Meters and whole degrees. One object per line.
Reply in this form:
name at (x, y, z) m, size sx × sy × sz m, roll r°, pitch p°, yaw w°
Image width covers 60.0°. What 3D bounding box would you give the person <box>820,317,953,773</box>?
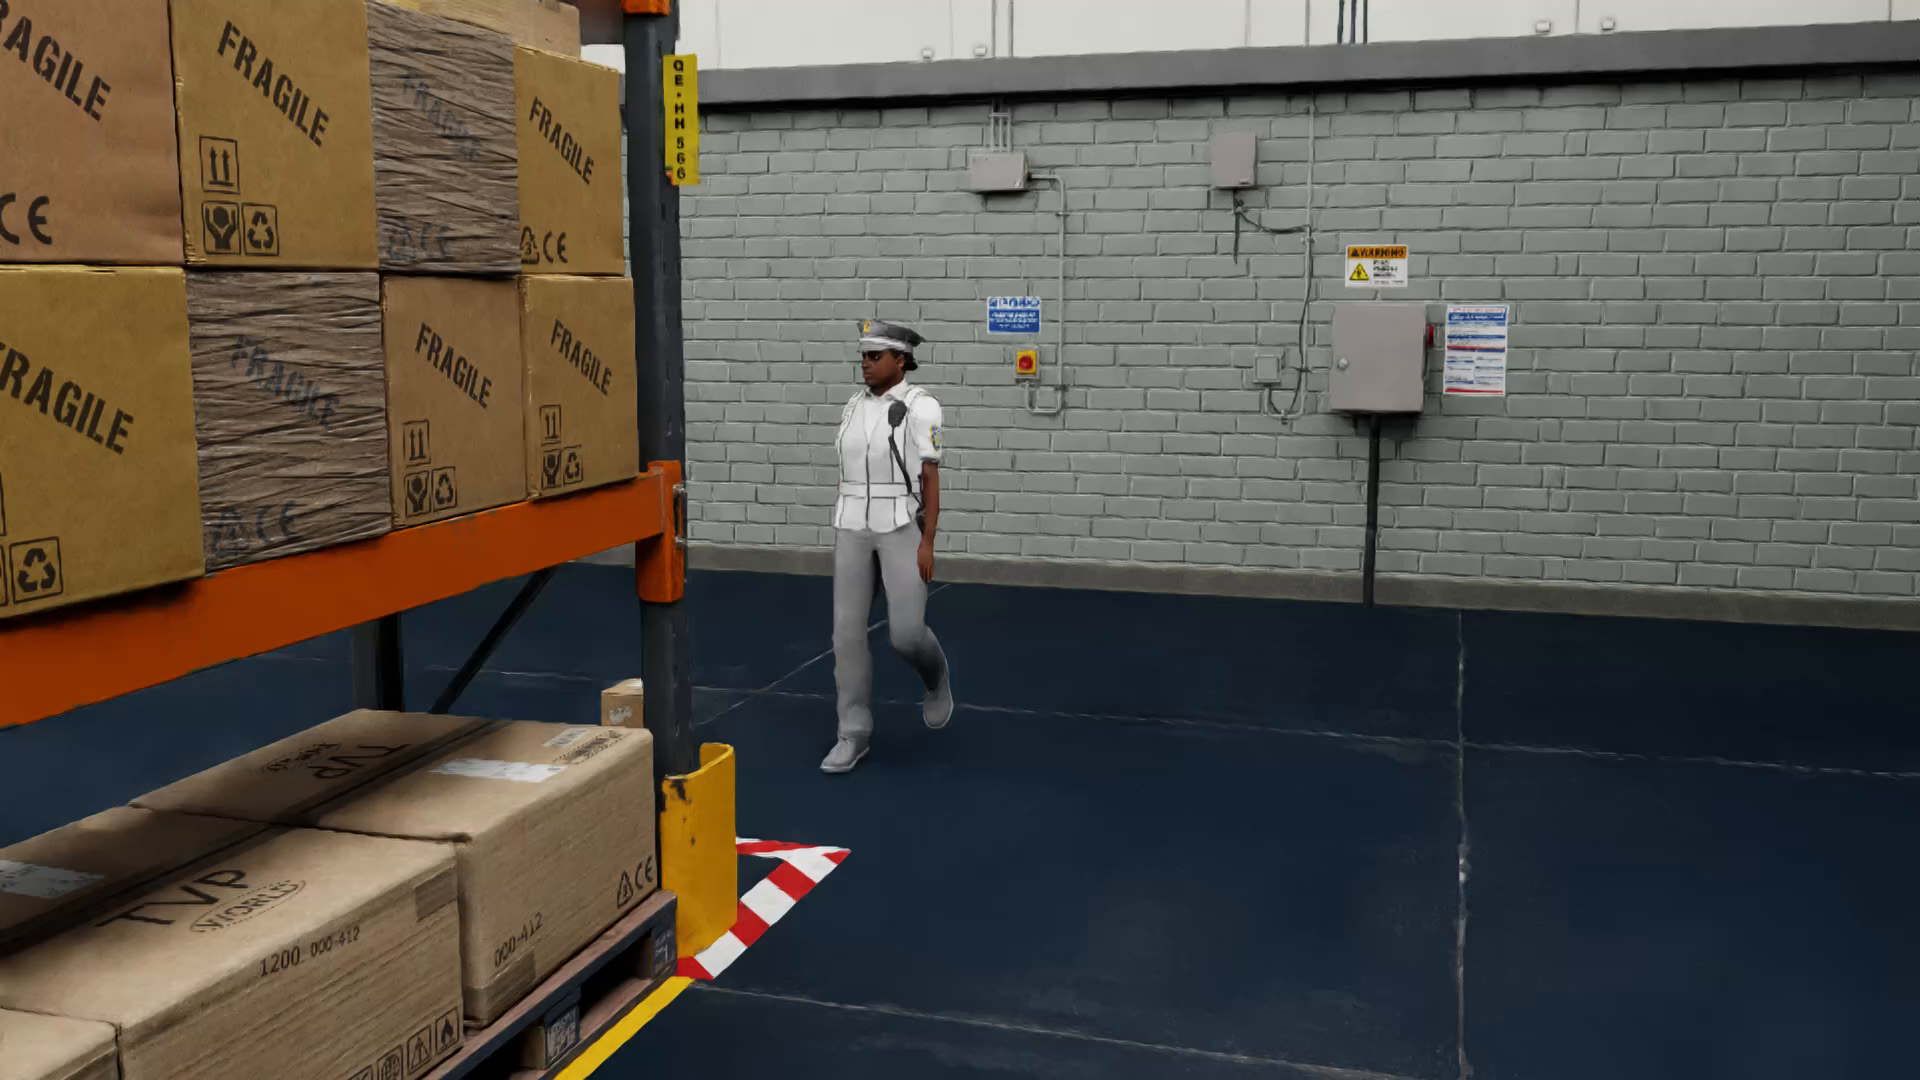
person at (-0.305, 0.000, 6.293) m, size 0.478 × 1.676 × 0.665 m, roll 4°, pitch 9°, yaw 25°
